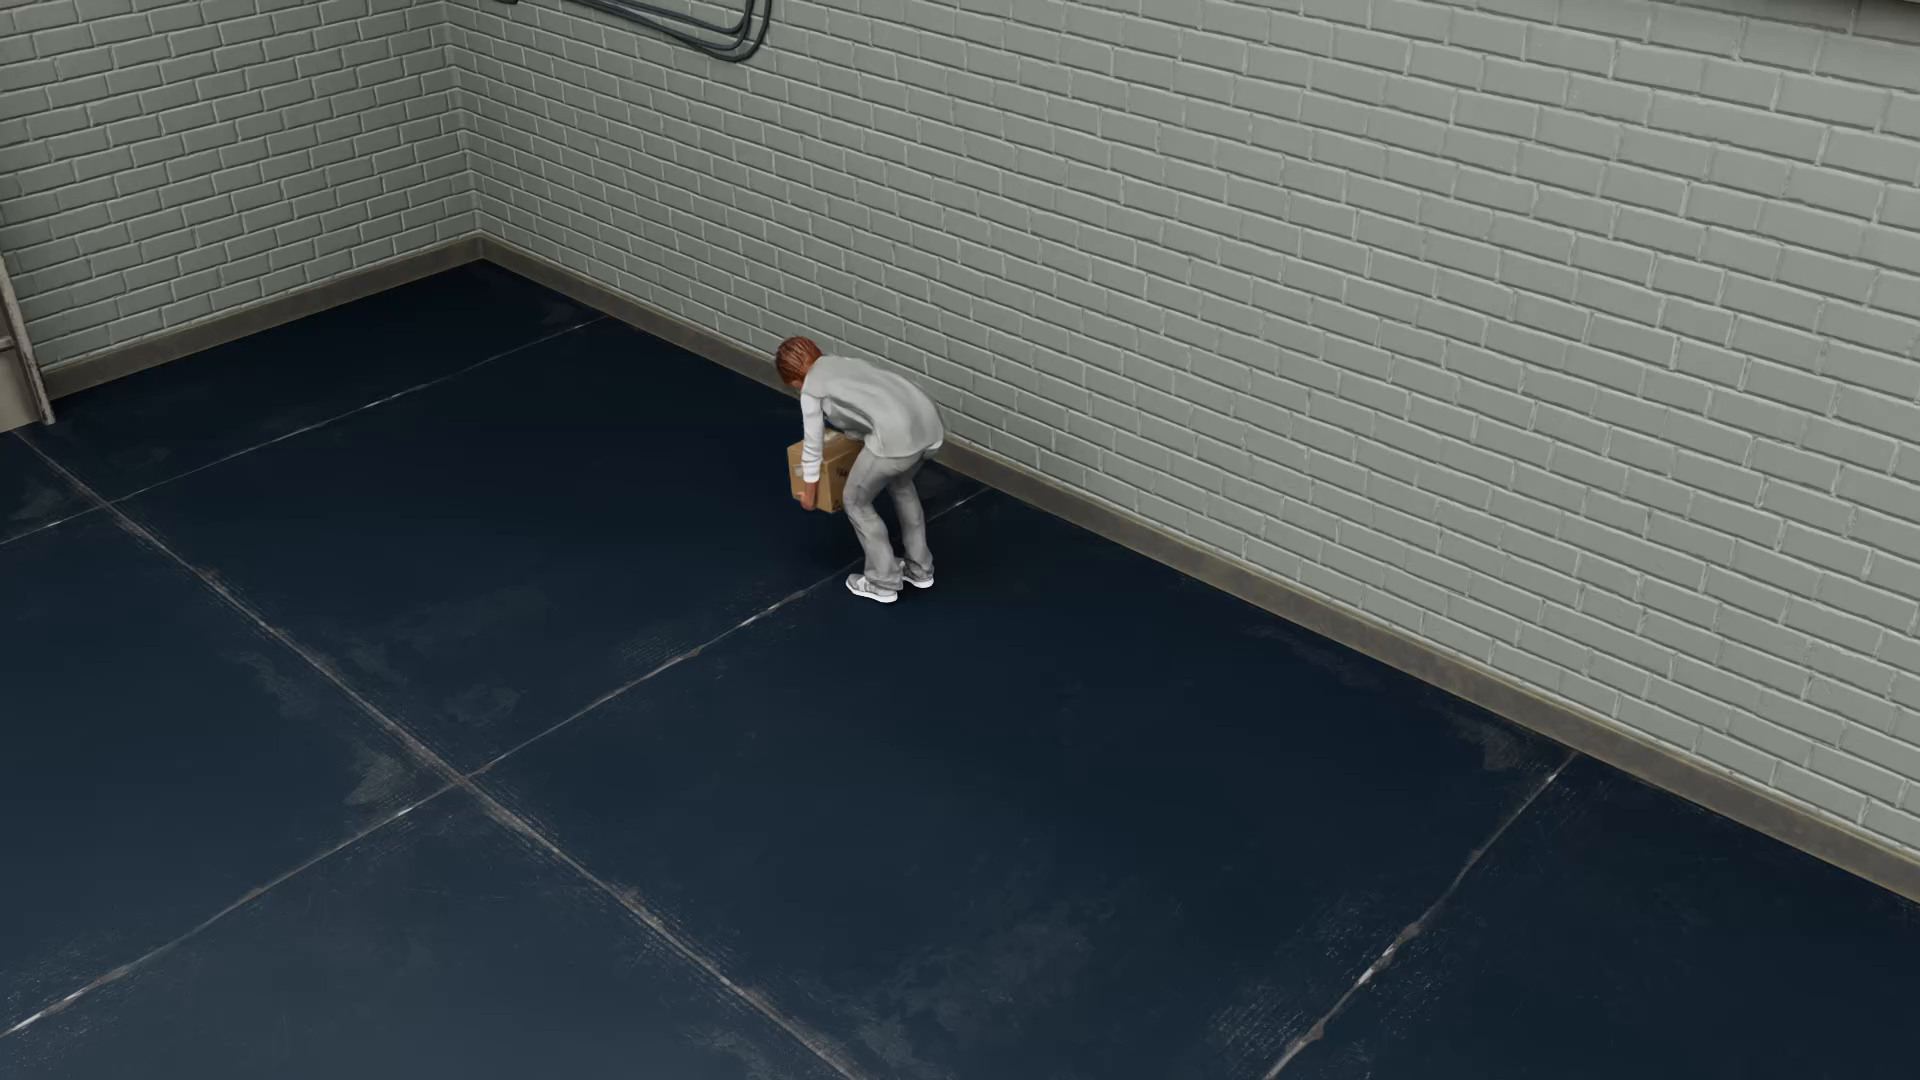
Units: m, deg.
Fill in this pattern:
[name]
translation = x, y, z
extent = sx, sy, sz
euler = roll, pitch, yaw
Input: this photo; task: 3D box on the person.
[person]
translation = -0.442, -0.302, 7.153
extent = 0.864, 1.051, 0.387
euler = 24, 39, 33
